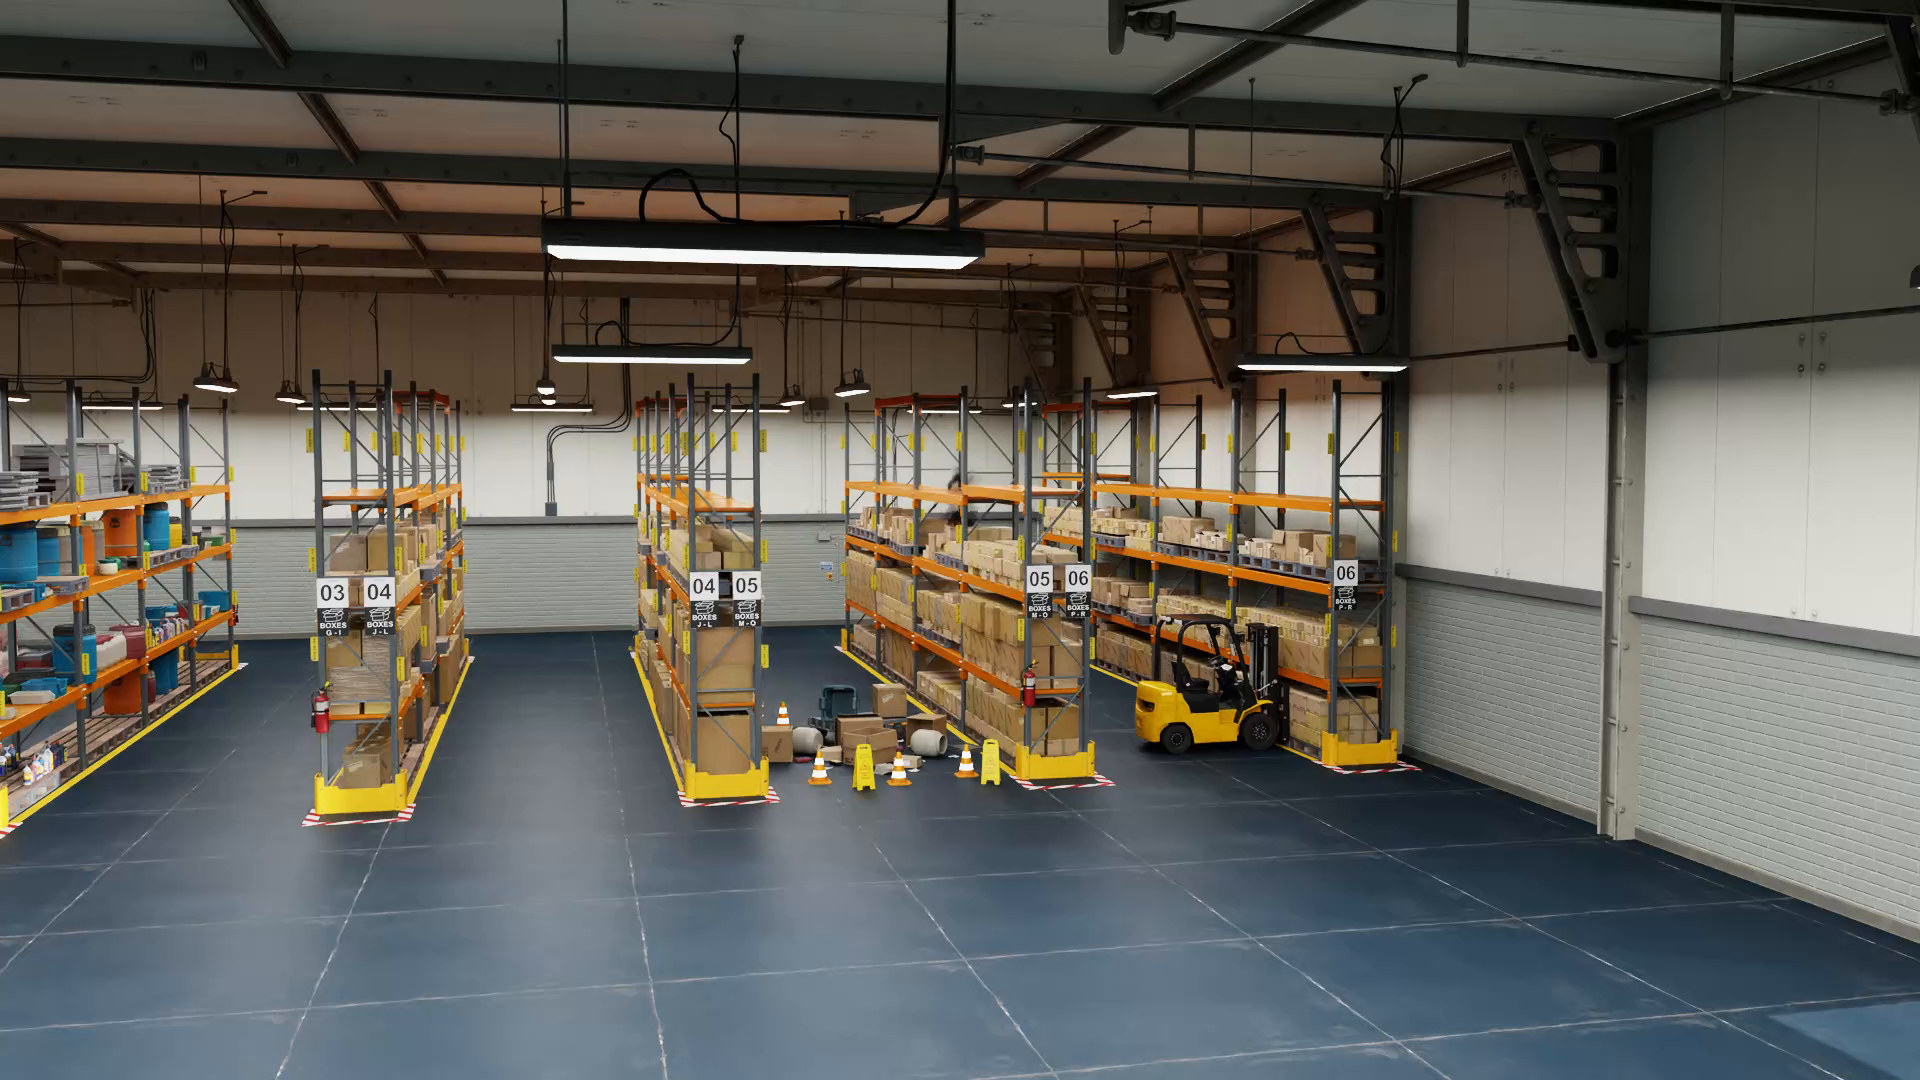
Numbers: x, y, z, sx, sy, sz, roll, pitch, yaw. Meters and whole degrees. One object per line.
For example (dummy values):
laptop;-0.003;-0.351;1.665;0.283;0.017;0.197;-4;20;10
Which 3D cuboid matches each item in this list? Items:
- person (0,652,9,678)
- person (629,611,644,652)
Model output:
person;-16.336;2.505;28.132;0.708;1.740;0.624;-1;3;-9
person;-7.511;1.828;40.027;0.844;1.751;0.711;-2;4;-28
